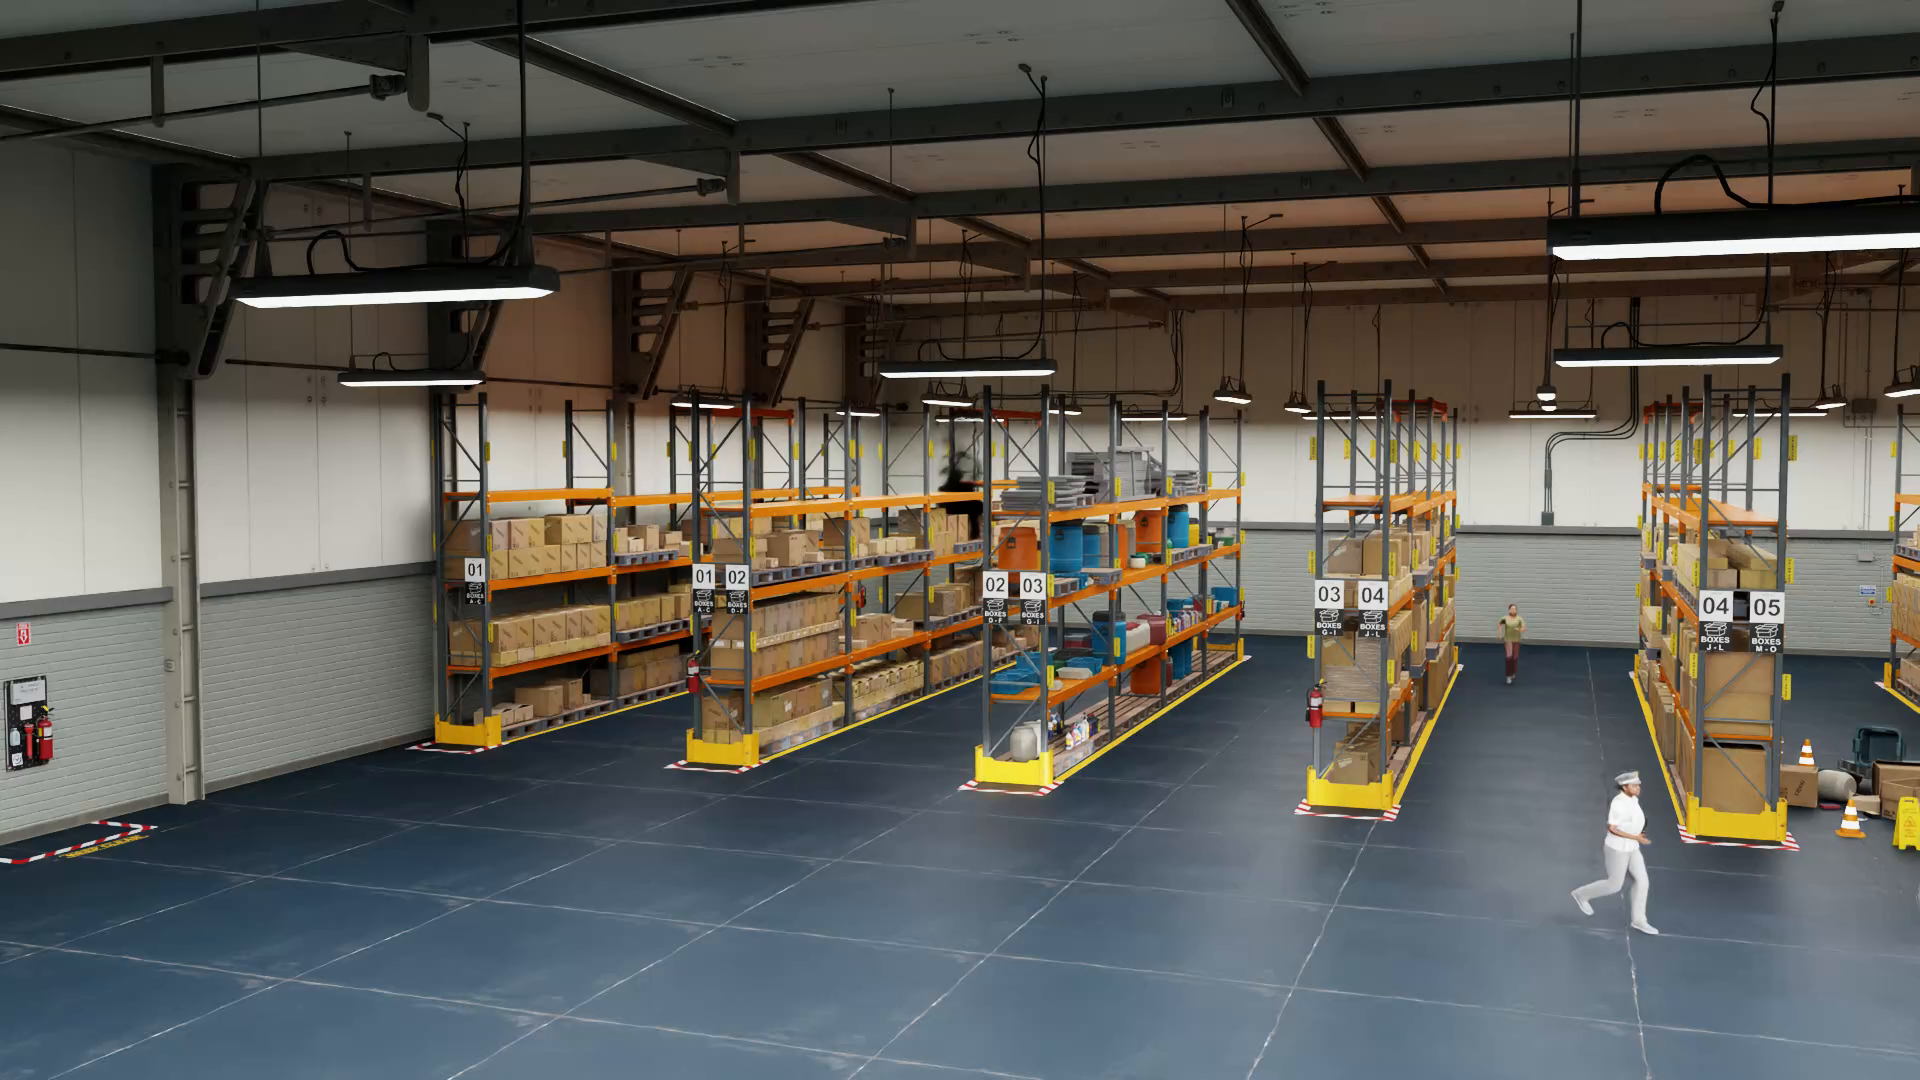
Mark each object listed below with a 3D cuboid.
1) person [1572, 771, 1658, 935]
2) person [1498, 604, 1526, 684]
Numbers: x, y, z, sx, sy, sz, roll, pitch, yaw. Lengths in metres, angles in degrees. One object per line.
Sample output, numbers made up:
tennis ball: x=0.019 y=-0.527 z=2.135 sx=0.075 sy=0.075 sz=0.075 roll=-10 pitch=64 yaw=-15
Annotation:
person: x=6.904 y=3.233 z=17.460 sx=0.562 sy=1.682 sz=0.889 roll=-3 pitch=4 yaw=-43
person: x=11.988 y=2.247 z=36.102 sx=0.548 sy=1.728 sz=0.742 roll=1 pitch=3 yaw=10
